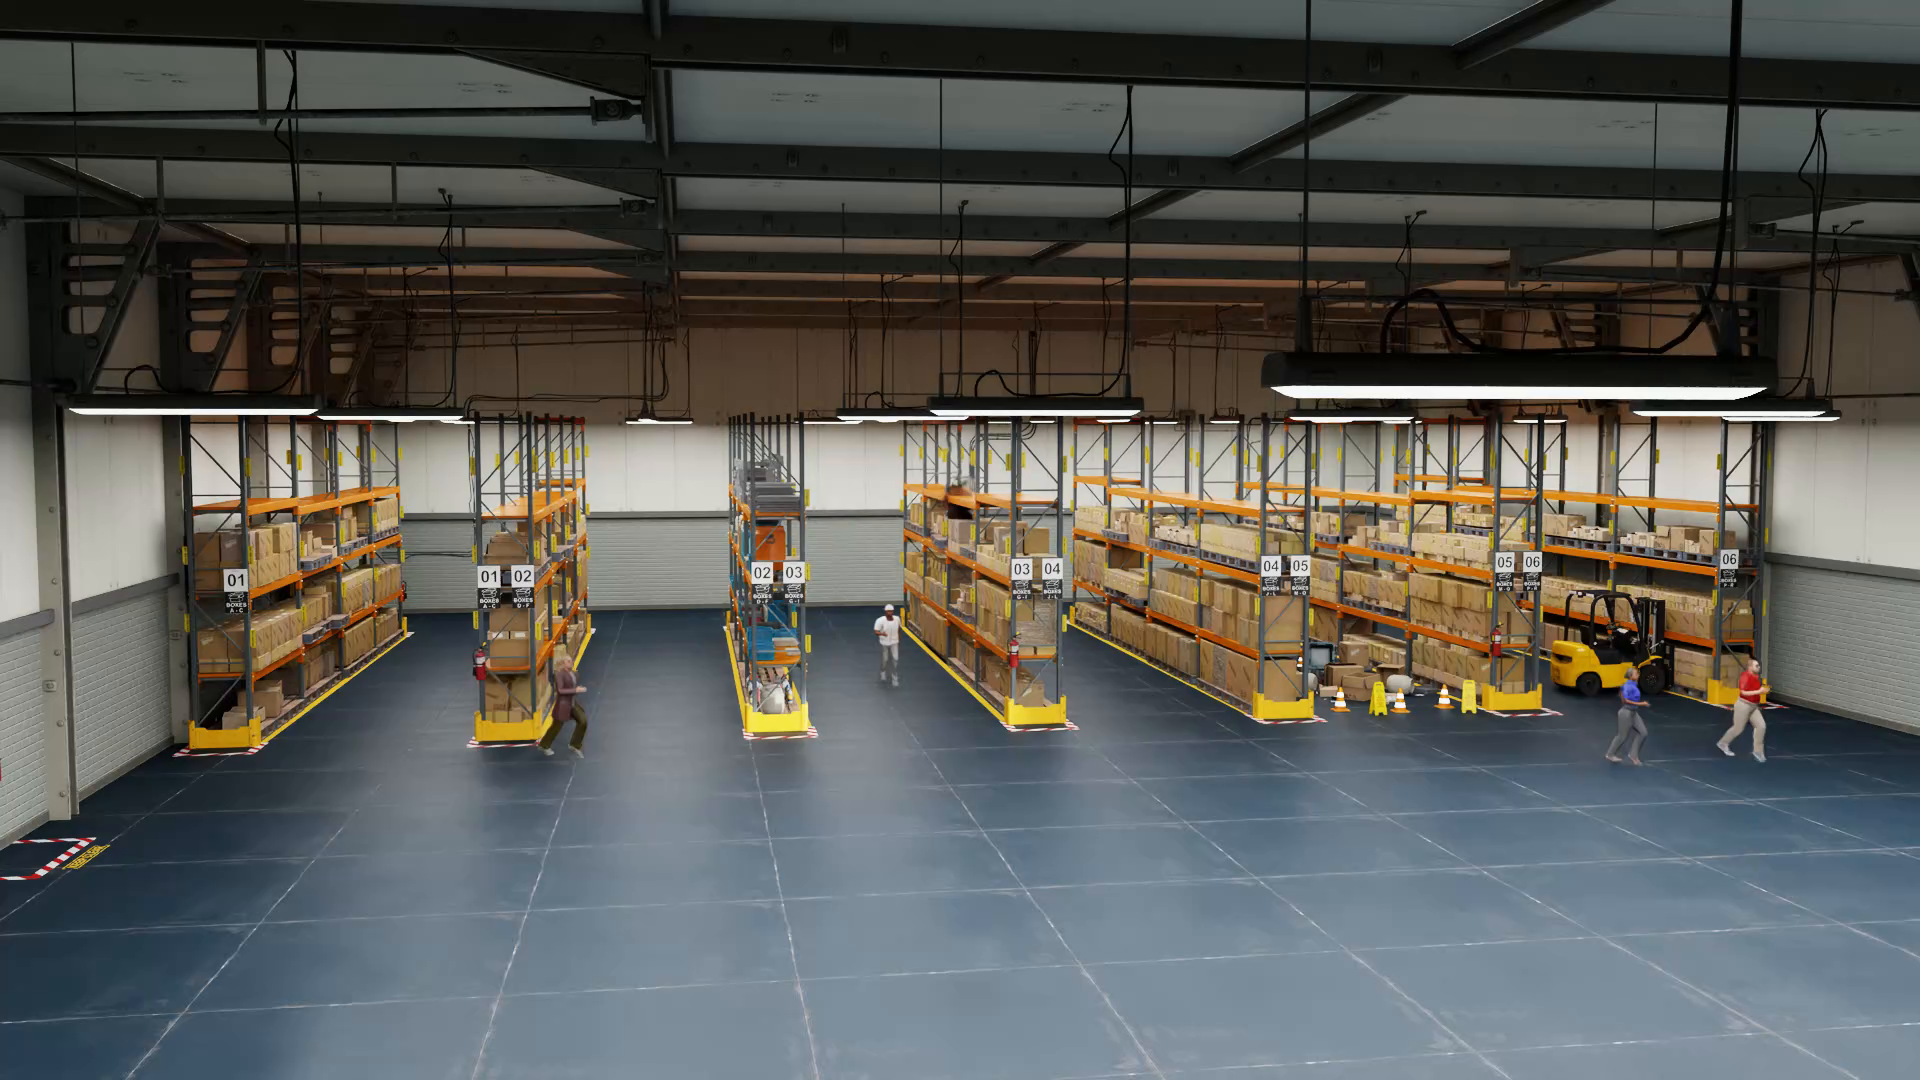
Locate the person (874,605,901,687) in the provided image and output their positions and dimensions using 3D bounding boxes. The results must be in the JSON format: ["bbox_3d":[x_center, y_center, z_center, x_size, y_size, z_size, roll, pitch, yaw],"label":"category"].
[{"bbox_3d":[-1.600,2.318,36.964,0.640,1.796,0.890,-1,4,-13],"label":"person"}]

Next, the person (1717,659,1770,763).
[{"bbox_3d":[13.481,2.941,28.587,0.643,1.817,0.884,-3,5,-38],"label":"person"}]

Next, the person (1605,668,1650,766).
[{"bbox_3d":[11.319,3.002,28.123,0.736,1.705,0.563,3,5,39],"label":"person"}]

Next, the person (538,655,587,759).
[{"bbox_3d":[-6.813,2.887,28.717,0.971,1.824,0.733,2,4,22],"label":"person"}]
